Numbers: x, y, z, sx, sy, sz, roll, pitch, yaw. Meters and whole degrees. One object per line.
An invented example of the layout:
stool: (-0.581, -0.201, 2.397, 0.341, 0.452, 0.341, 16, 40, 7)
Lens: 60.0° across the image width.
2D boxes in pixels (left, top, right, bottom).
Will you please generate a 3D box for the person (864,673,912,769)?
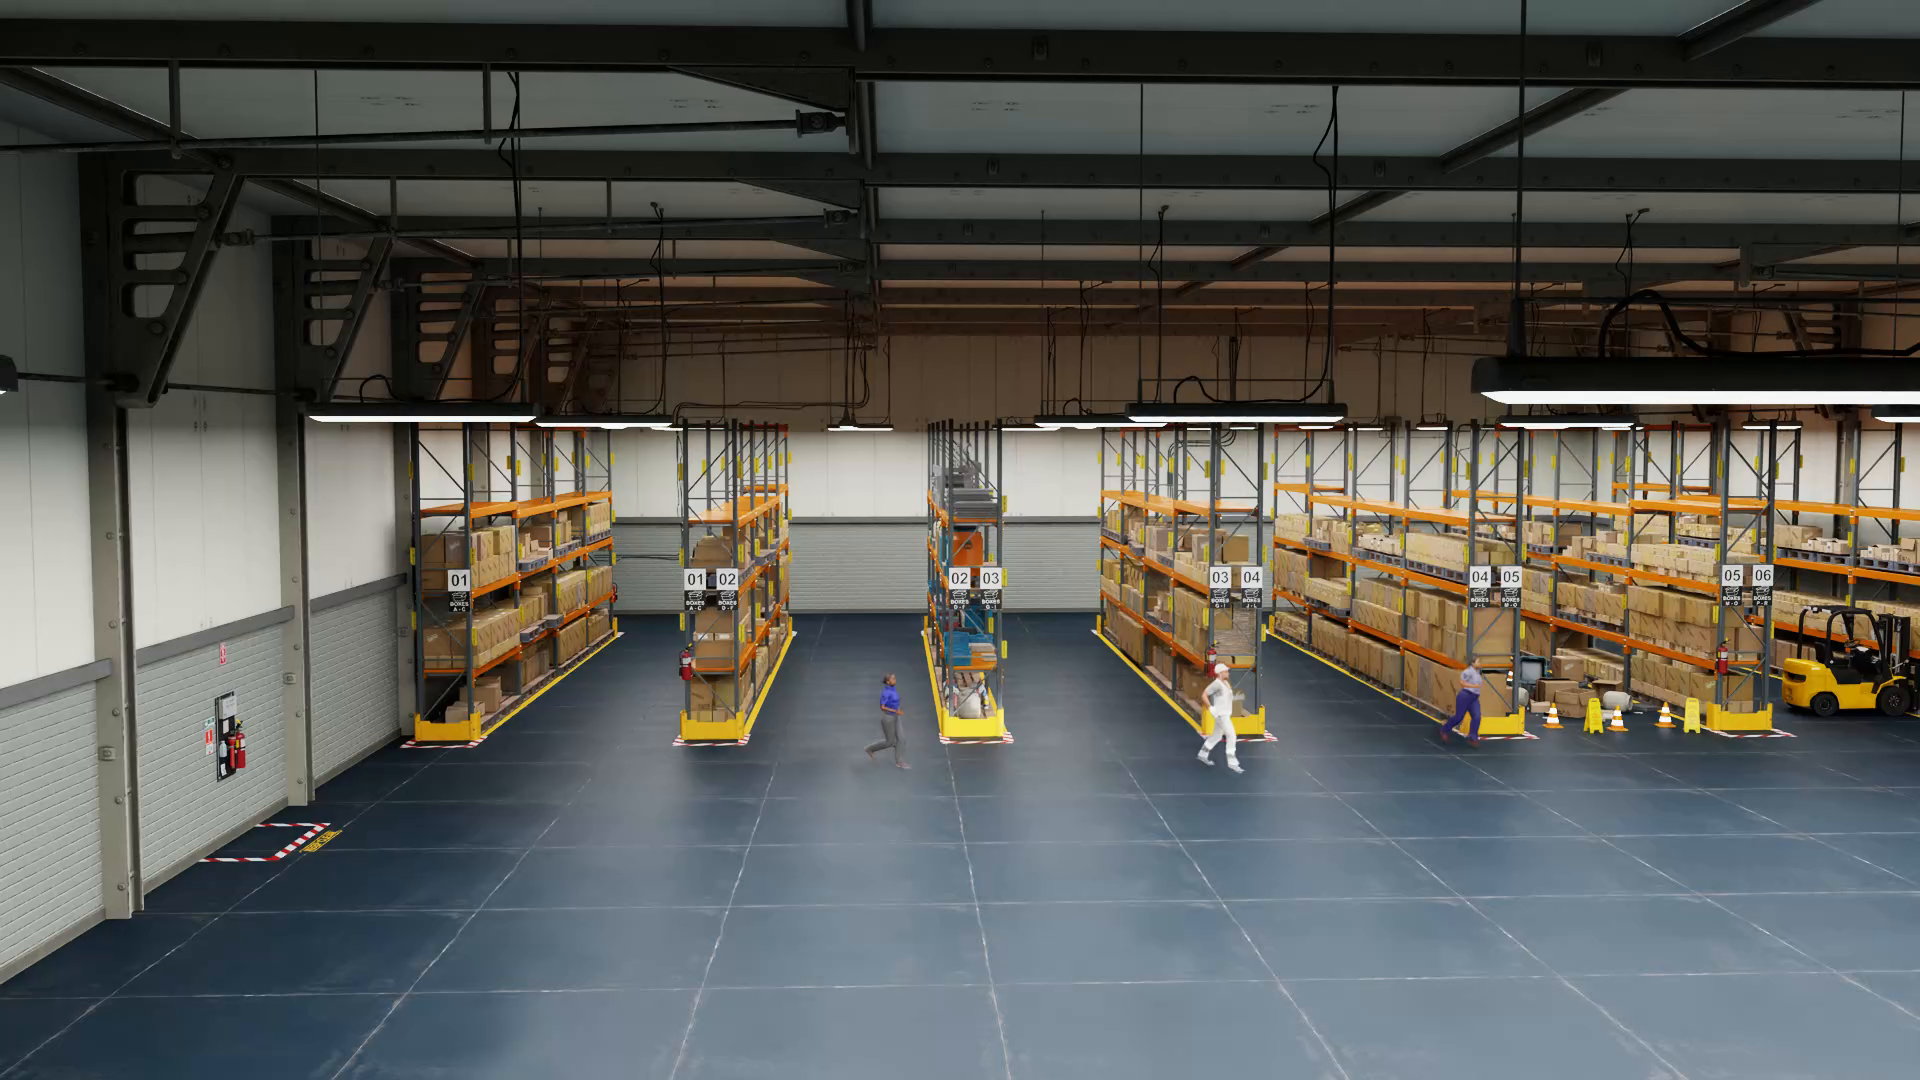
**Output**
person: (-1.216, 3.089, 28.419, 0.843, 1.649, 0.579, 1, 4, 19)

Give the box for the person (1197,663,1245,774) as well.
person: (4.426, 3.006, 28.183, 0.859, 1.833, 0.651, 1, 4, 21)

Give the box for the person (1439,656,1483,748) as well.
person: (9.369, 2.952, 30.633, 0.642, 1.605, 0.882, -3, 5, -38)
